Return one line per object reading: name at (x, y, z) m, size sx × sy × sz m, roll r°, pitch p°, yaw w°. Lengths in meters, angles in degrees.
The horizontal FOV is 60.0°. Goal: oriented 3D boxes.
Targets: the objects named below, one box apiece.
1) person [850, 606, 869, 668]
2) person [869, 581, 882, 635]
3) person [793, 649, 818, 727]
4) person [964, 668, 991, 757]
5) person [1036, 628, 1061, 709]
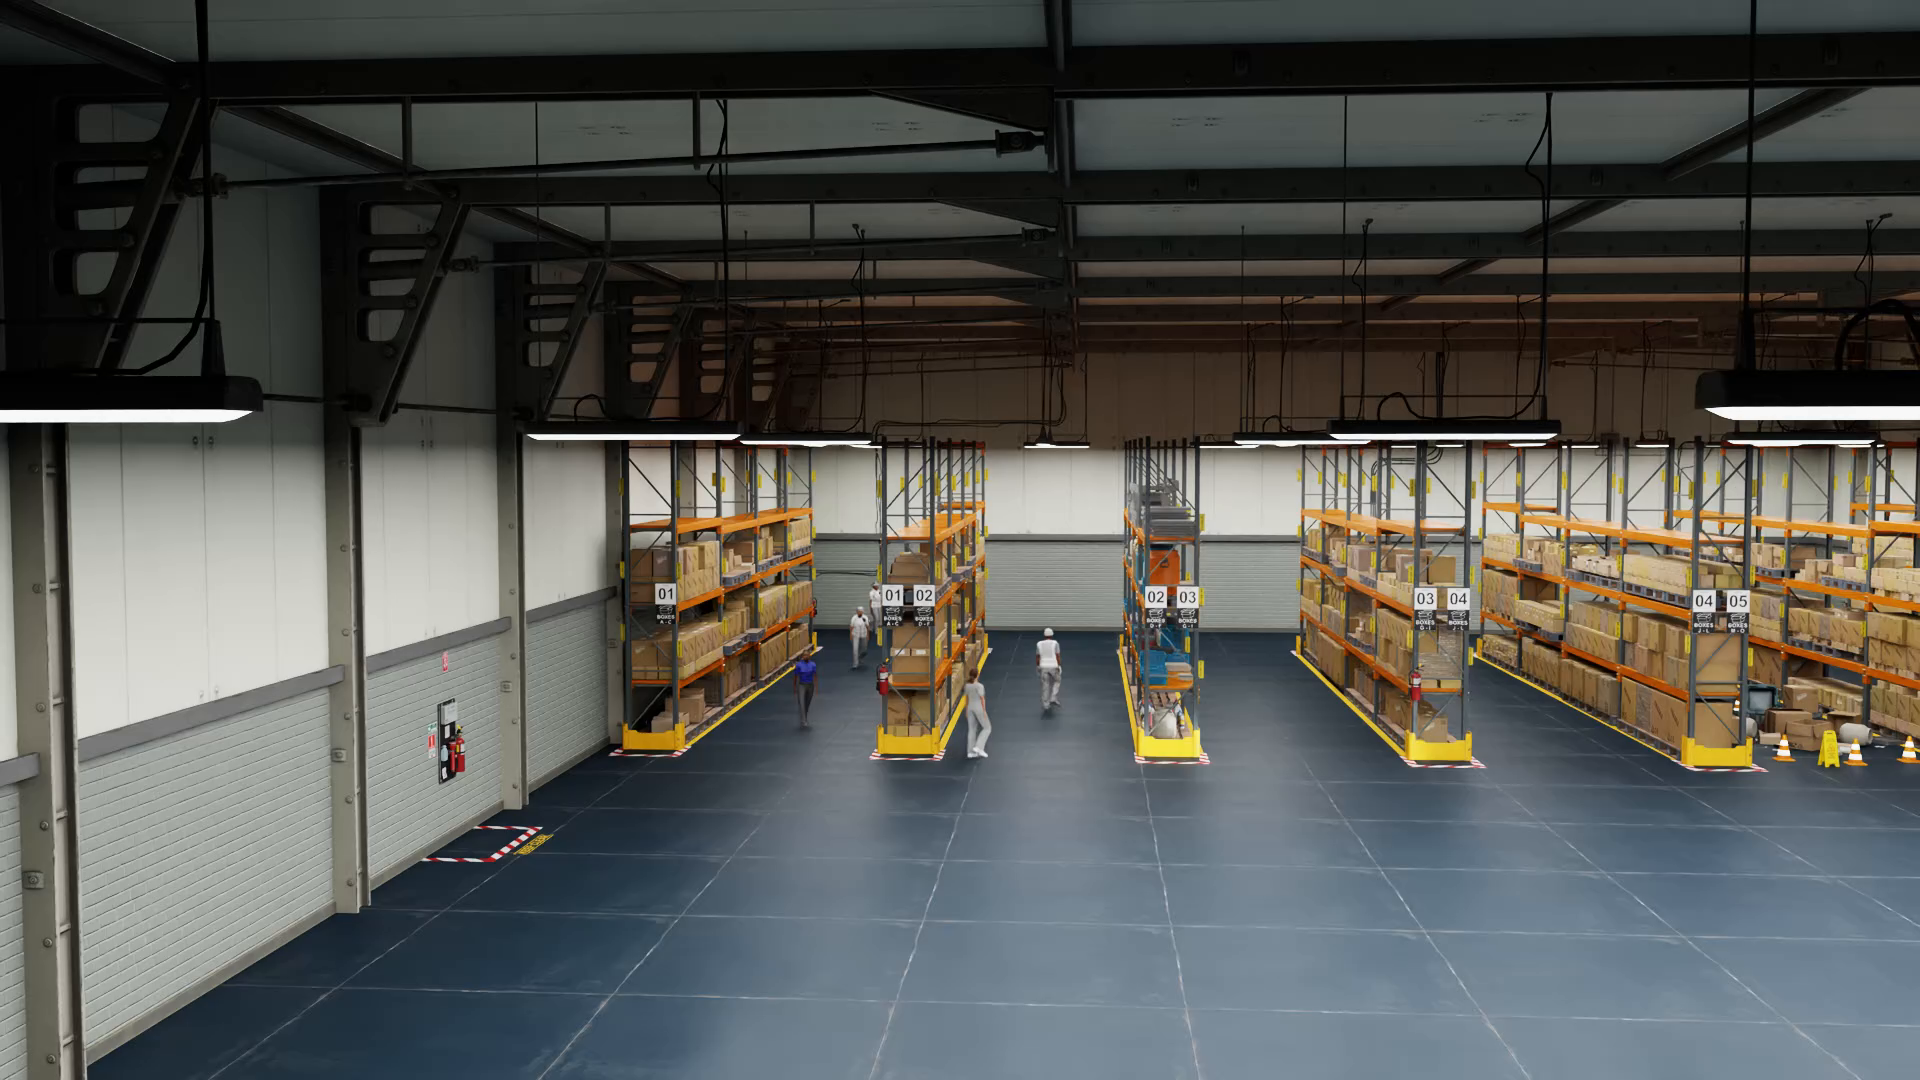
person at (-2.663, 2.551, 44.030) m, size 0.514 × 1.623 × 0.900 m, roll -1°, pitch 3°, yaw -11°
person at (-2.639, 2.104, 51.761) m, size 0.665 × 1.669 × 0.453 m, roll 3°, pitch 4°, yaw 43°
person at (-3.182, 3.062, 34.347) m, size 0.501 × 1.593 × 1.037 m, roll -2°, pitch 3°, yaw -27°
person at (0.288, 3.218, 31.046) m, size 0.560 × 1.653 × 0.473 m, roll 3°, pitch 4°, yaw 40°
person at (1.982, 2.840, 36.998) m, size 0.598 × 1.766 × 0.495 m, roll 1°, pitch 3°, yaw 16°
